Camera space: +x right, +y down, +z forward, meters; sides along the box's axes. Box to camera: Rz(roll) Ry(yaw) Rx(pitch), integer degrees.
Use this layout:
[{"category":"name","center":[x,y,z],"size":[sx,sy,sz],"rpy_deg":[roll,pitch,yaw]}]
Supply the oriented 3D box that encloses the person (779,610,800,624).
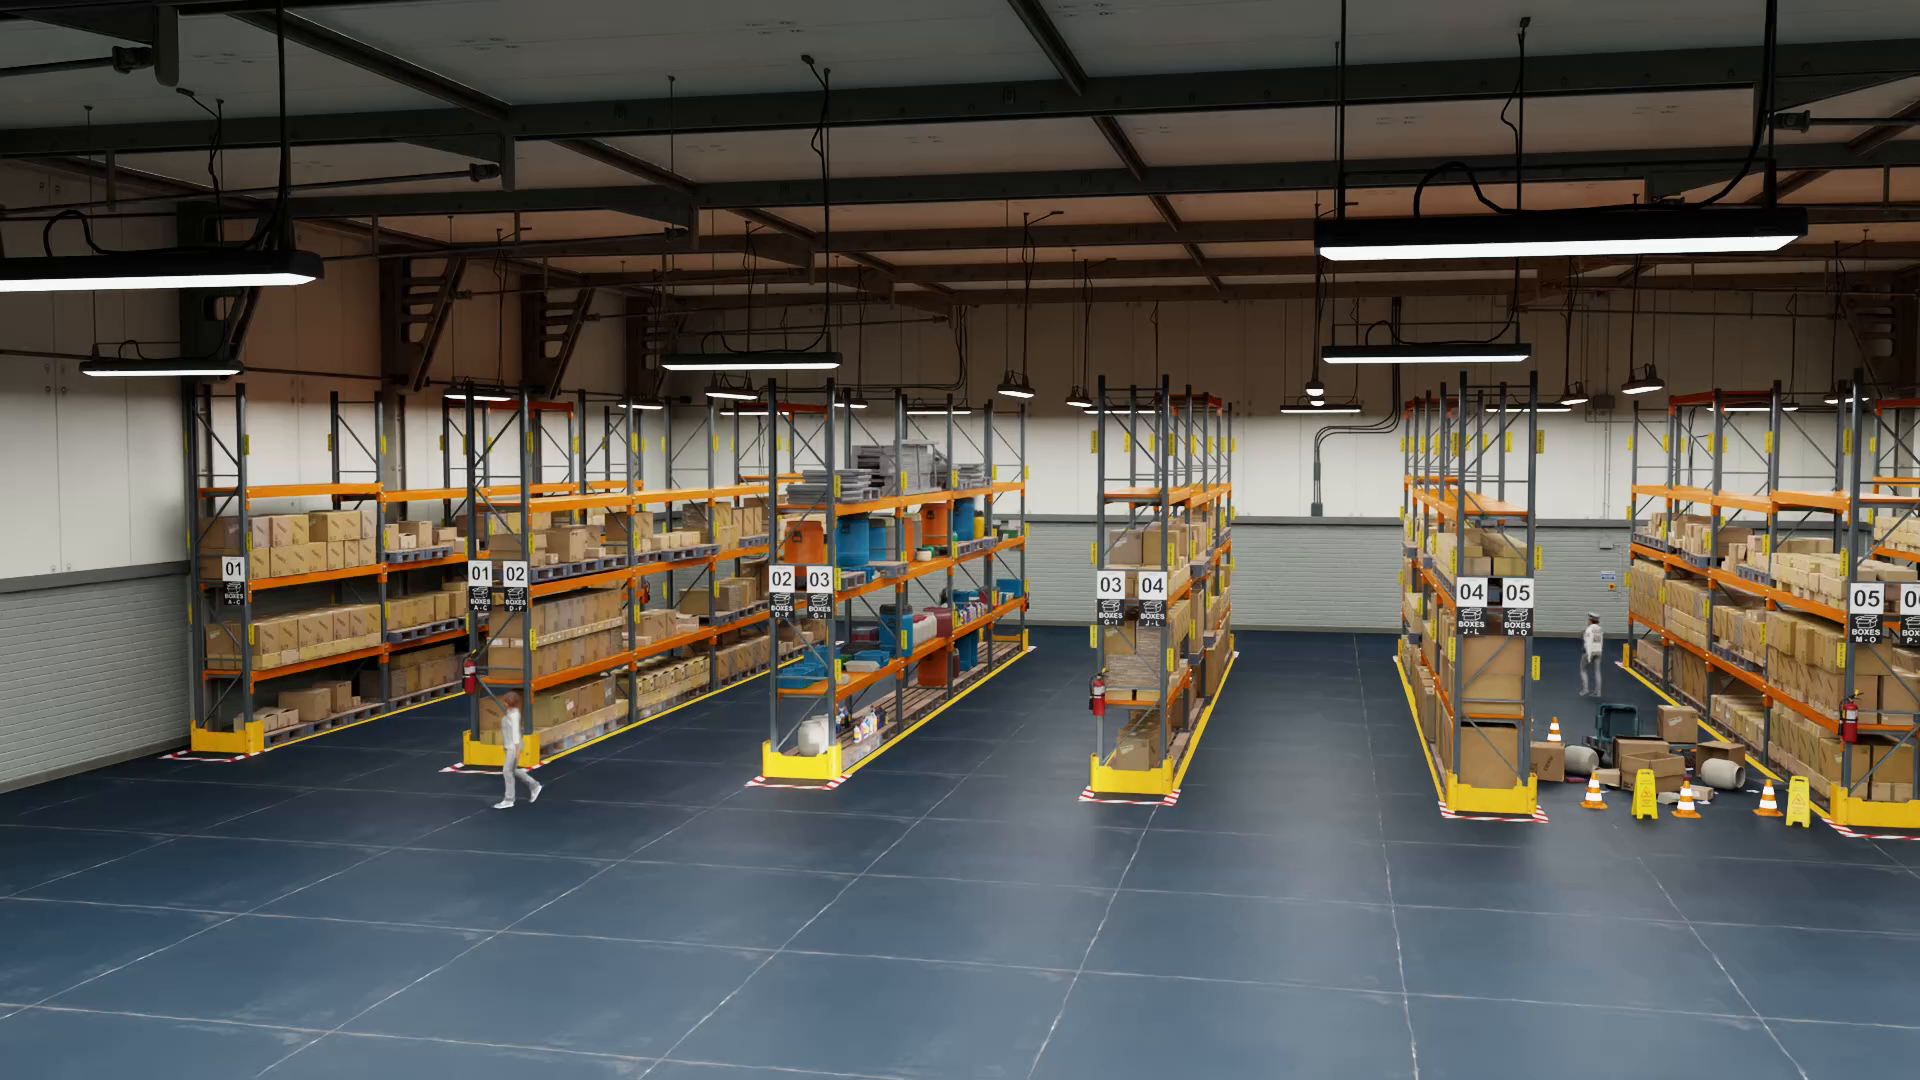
[{"category":"person","center":[-4.747,1.645,46.305],"size":[1.031,1.403,0.424],"rpy_deg":[1,4,22]}]

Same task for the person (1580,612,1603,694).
[{"category":"person","center":[12.595,2.231,32.994],"size":[0.466,1.590,0.509],"rpy_deg":[0,3,-7]}]

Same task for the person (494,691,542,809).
[{"category":"person","center":[-6.125,2.882,23.015],"size":[0.655,1.595,0.382],"rpy_deg":[-1,3,-17]}]

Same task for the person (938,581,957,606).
[{"category":"person","center":[-0.280,1.803,40.989],"size":[0.578,1.680,1.010],"rpy_deg":[1,3,13]}]
